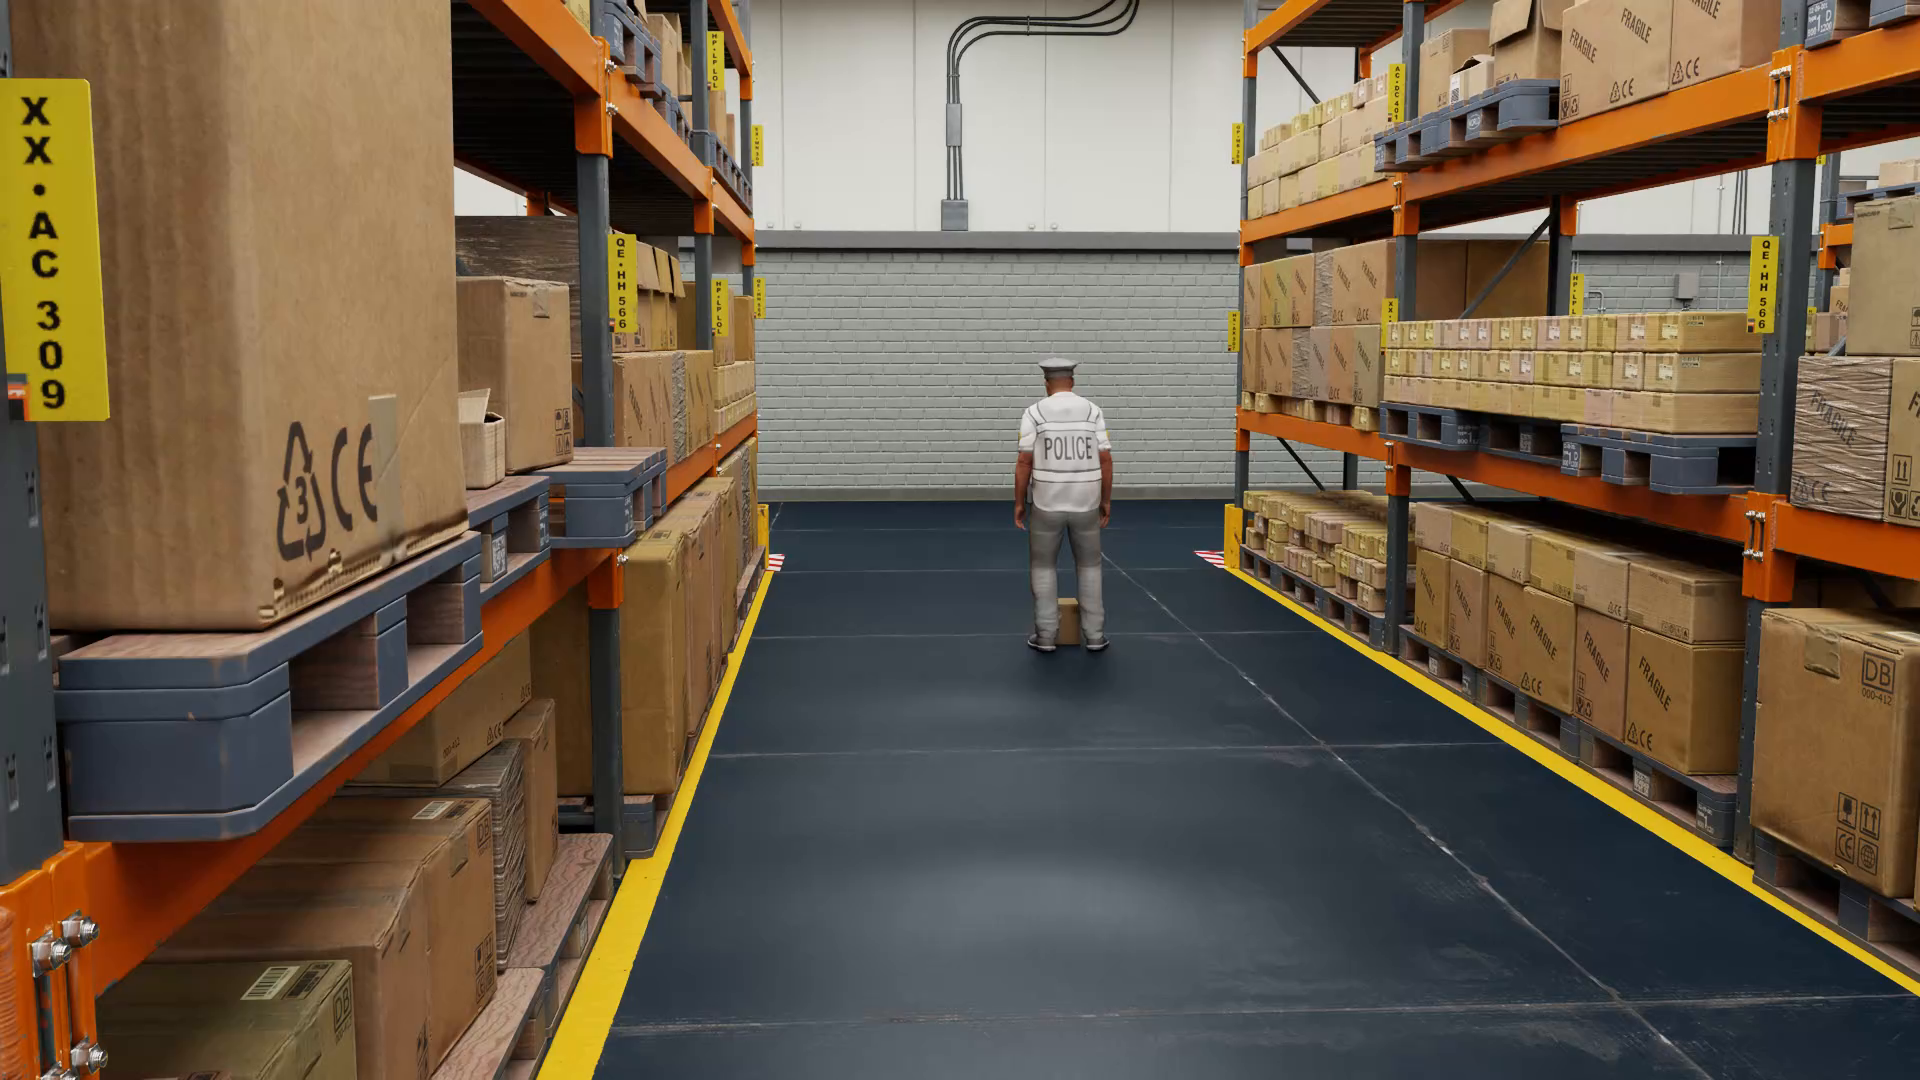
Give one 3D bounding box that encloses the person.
[{"bbox_3d":[0.625,-0.209,9.957,0.600,1.749,0.429,-1,7,-6],"label":"person"}]
